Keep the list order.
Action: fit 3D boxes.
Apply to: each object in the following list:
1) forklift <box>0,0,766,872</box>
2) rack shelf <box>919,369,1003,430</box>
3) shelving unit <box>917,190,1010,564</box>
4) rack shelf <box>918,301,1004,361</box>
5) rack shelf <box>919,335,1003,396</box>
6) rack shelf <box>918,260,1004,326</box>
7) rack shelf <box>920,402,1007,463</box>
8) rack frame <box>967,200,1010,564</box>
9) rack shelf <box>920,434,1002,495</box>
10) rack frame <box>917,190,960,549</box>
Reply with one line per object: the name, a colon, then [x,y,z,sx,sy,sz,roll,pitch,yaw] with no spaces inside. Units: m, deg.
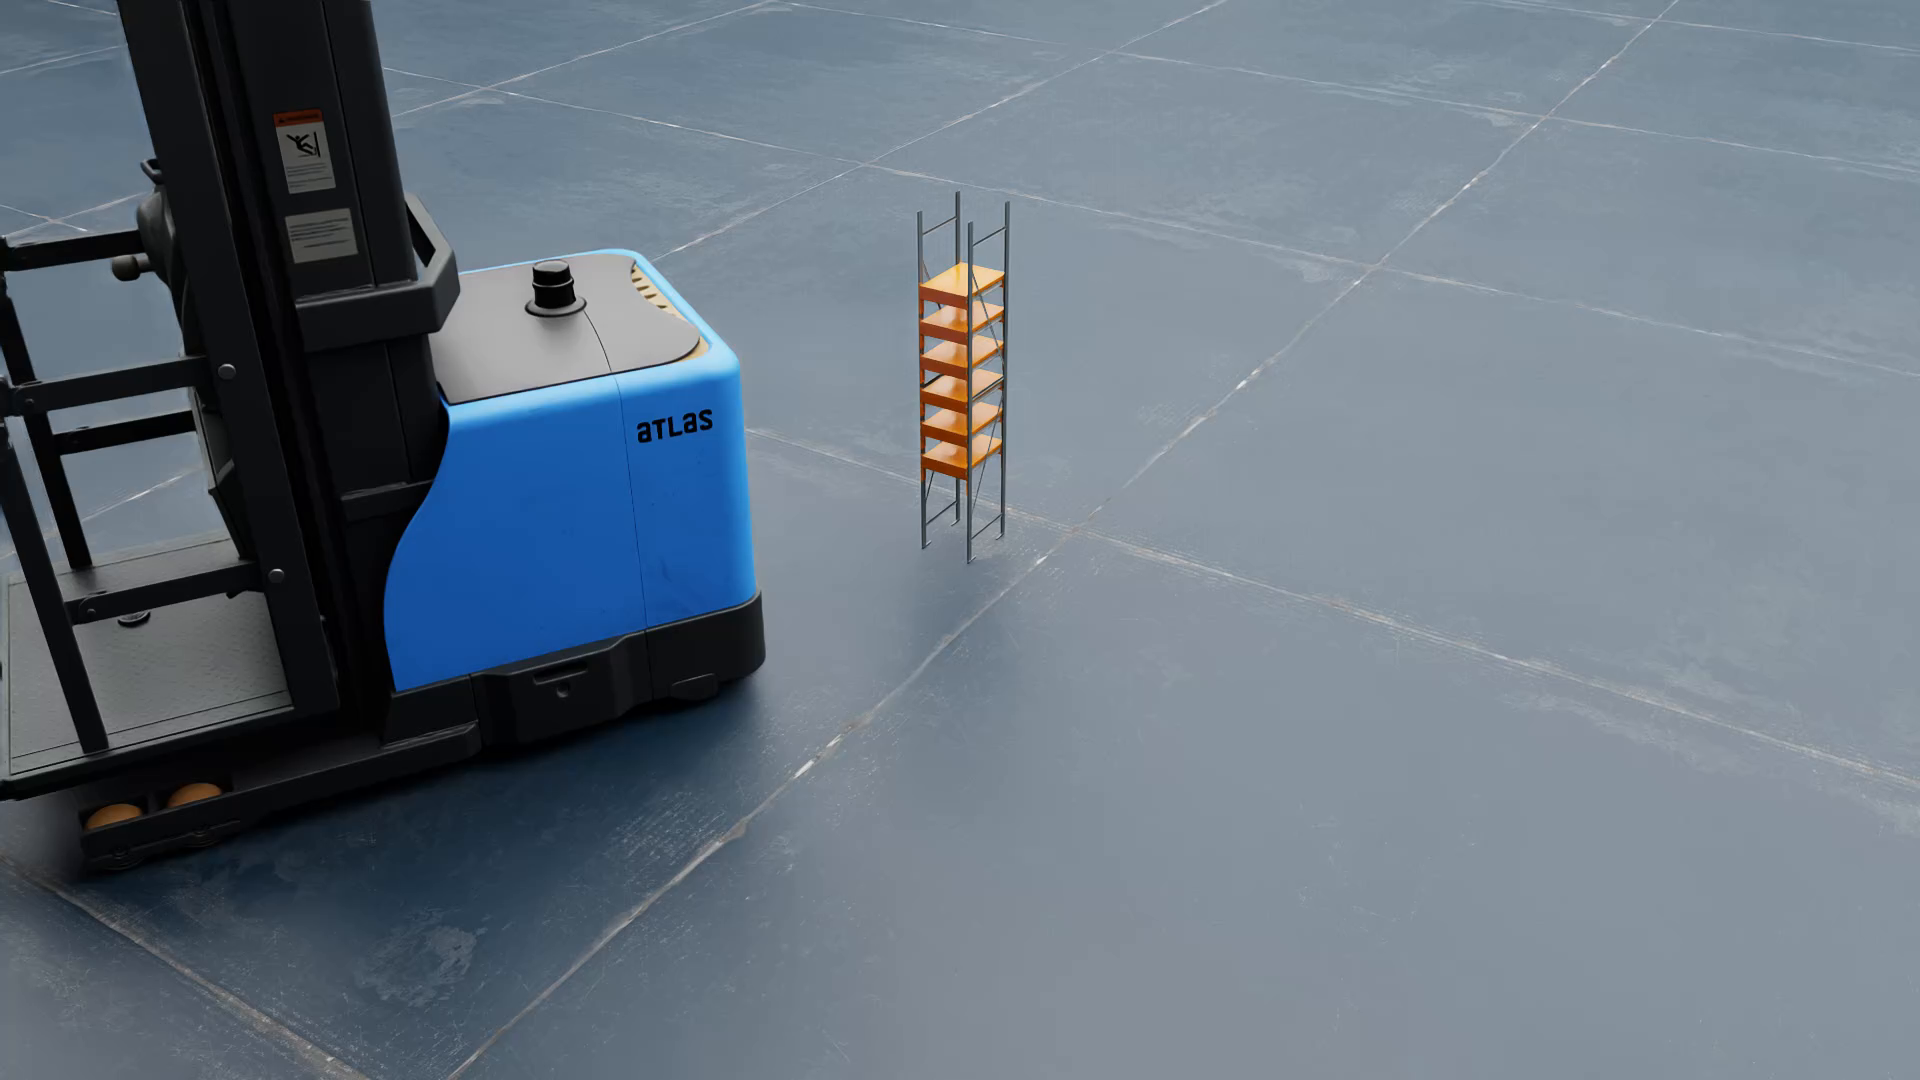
forklift: [-2.138,-0.720,4.075,3.031,2.935,1.130,-14,33,-23]
rack shelf: [0.012,-0.476,5.463,0.180,0.103,0.258,18,35,27]
shelving unit: [0.012,-0.514,5.441,0.189,1.200,0.258,18,35,27]
rack shelf: [0.012,-0.683,5.342,0.180,0.103,0.258,18,35,27]
rack shelf: [0.012,-0.580,5.403,0.180,0.103,0.258,18,35,27]
rack shelf: [0.012,-0.787,5.282,0.180,0.103,0.258,18,35,27]
rack shelf: [0.012,-0.372,5.524,0.180,0.103,0.258,18,35,27]
rack frame: [0.090,-0.490,5.399,0.006,1.200,0.240,18,35,27]
rack shelf: [0.012,-0.269,5.584,0.180,0.103,0.258,18,35,27]
rack frame: [-0.065,-0.539,5.483,0.006,1.200,0.240,18,35,27]
